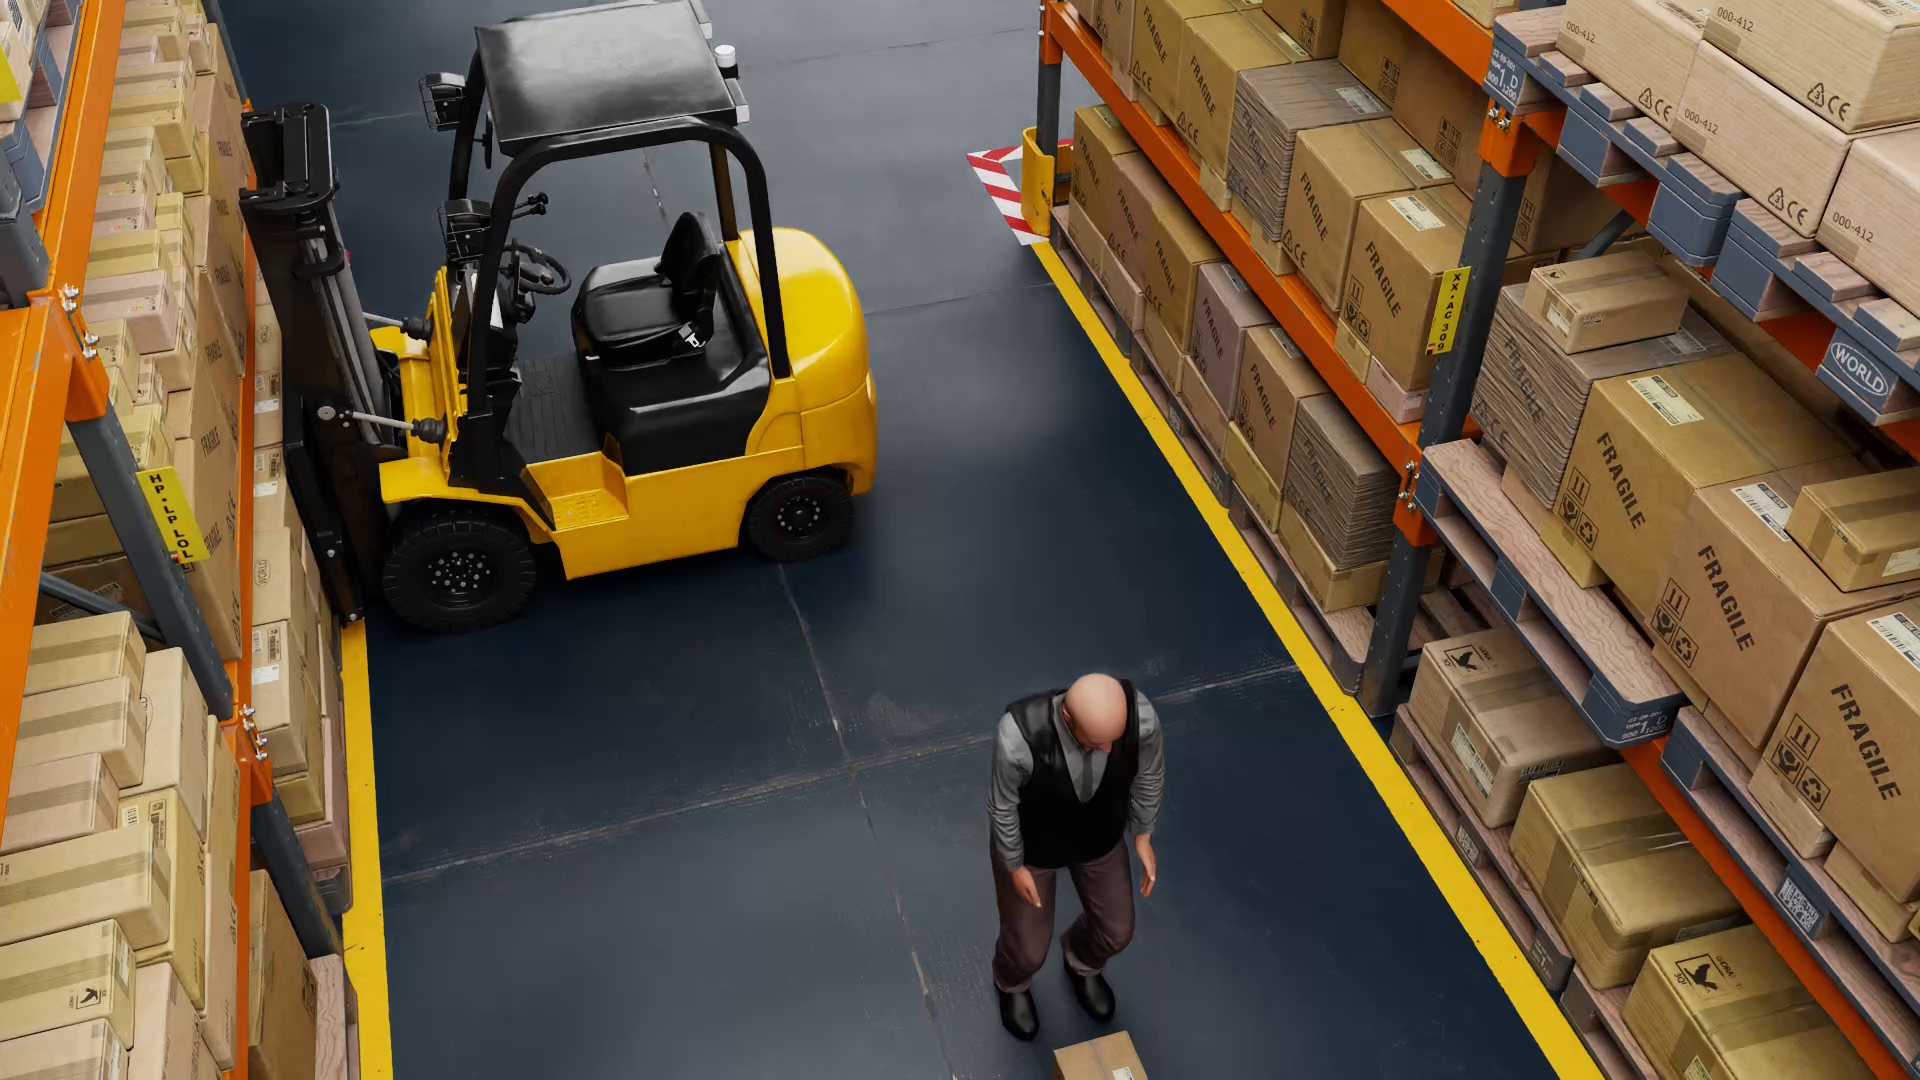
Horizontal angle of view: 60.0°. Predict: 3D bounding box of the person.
[{"bbox_3d":[0.345,0.935,5.193,0.563,1.658,0.447,-11,43,-12],"label":"person"}]
